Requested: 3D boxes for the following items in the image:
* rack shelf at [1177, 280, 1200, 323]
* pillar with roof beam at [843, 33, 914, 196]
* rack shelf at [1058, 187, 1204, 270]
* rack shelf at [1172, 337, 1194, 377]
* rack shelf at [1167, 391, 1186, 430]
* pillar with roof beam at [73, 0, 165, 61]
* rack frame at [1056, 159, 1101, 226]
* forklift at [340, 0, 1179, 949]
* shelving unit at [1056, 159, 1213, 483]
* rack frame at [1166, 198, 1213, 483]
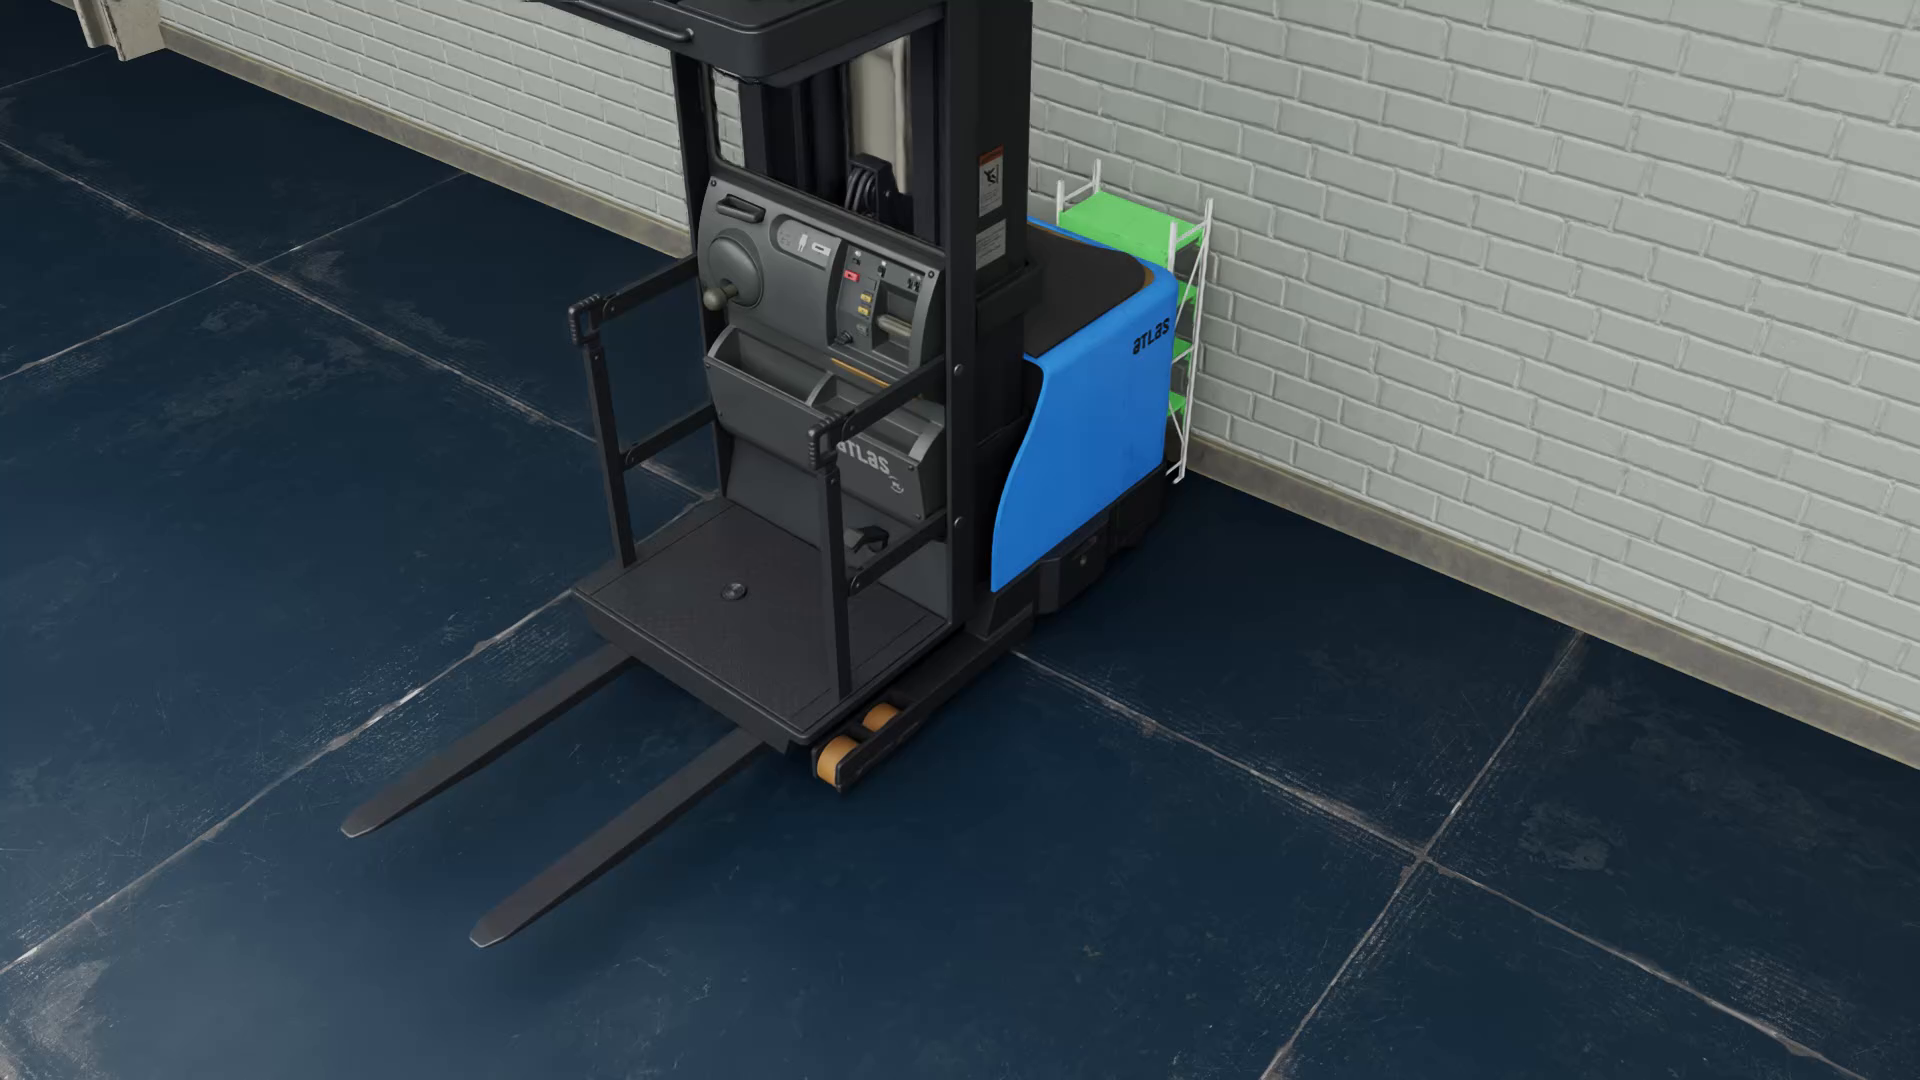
[{"bbox_3d":[0.618,-0.904,6.146,0.480,0.148,0.258,27,46,31],"label":"rack shelf"},{"bbox_3d":[-2.883,-2.181,1.736,0.400,9.000,9.100,25,45,29],"label":"pillar with roof beam"},{"bbox_3d":[0.618,-1.093,5.998,0.480,0.148,0.258,27,46,31],"label":"rack shelf"},{"bbox_3d":[0.618,-0.715,6.293,0.480,0.148,0.258,27,46,31],"label":"rack shelf"},{"bbox_3d":[0.618,-0.526,6.441,0.480,0.148,0.258,27,46,31],"label":"rack shelf"},{"bbox_3d":[-7.648,-4.428,4.606,0.400,9.000,9.100,25,45,29],"label":"pillar with roof beam"},{"bbox_3d":[0.432,-0.862,6.378,0.015,1.200,0.240,27,46,31],"label":"rack frame"},{"bbox_3d":[-0.568,-0.722,4.795,1.130,2.935,3.031,27,46,31],"label":"forklift"},{"bbox_3d":[0.618,-0.765,6.254,0.503,1.200,0.258,27,46,31],"label":"shelving unit"},{"bbox_3d":[0.804,-0.668,6.130,0.015,1.200,0.240,27,46,31],"label":"rack frame"}]
